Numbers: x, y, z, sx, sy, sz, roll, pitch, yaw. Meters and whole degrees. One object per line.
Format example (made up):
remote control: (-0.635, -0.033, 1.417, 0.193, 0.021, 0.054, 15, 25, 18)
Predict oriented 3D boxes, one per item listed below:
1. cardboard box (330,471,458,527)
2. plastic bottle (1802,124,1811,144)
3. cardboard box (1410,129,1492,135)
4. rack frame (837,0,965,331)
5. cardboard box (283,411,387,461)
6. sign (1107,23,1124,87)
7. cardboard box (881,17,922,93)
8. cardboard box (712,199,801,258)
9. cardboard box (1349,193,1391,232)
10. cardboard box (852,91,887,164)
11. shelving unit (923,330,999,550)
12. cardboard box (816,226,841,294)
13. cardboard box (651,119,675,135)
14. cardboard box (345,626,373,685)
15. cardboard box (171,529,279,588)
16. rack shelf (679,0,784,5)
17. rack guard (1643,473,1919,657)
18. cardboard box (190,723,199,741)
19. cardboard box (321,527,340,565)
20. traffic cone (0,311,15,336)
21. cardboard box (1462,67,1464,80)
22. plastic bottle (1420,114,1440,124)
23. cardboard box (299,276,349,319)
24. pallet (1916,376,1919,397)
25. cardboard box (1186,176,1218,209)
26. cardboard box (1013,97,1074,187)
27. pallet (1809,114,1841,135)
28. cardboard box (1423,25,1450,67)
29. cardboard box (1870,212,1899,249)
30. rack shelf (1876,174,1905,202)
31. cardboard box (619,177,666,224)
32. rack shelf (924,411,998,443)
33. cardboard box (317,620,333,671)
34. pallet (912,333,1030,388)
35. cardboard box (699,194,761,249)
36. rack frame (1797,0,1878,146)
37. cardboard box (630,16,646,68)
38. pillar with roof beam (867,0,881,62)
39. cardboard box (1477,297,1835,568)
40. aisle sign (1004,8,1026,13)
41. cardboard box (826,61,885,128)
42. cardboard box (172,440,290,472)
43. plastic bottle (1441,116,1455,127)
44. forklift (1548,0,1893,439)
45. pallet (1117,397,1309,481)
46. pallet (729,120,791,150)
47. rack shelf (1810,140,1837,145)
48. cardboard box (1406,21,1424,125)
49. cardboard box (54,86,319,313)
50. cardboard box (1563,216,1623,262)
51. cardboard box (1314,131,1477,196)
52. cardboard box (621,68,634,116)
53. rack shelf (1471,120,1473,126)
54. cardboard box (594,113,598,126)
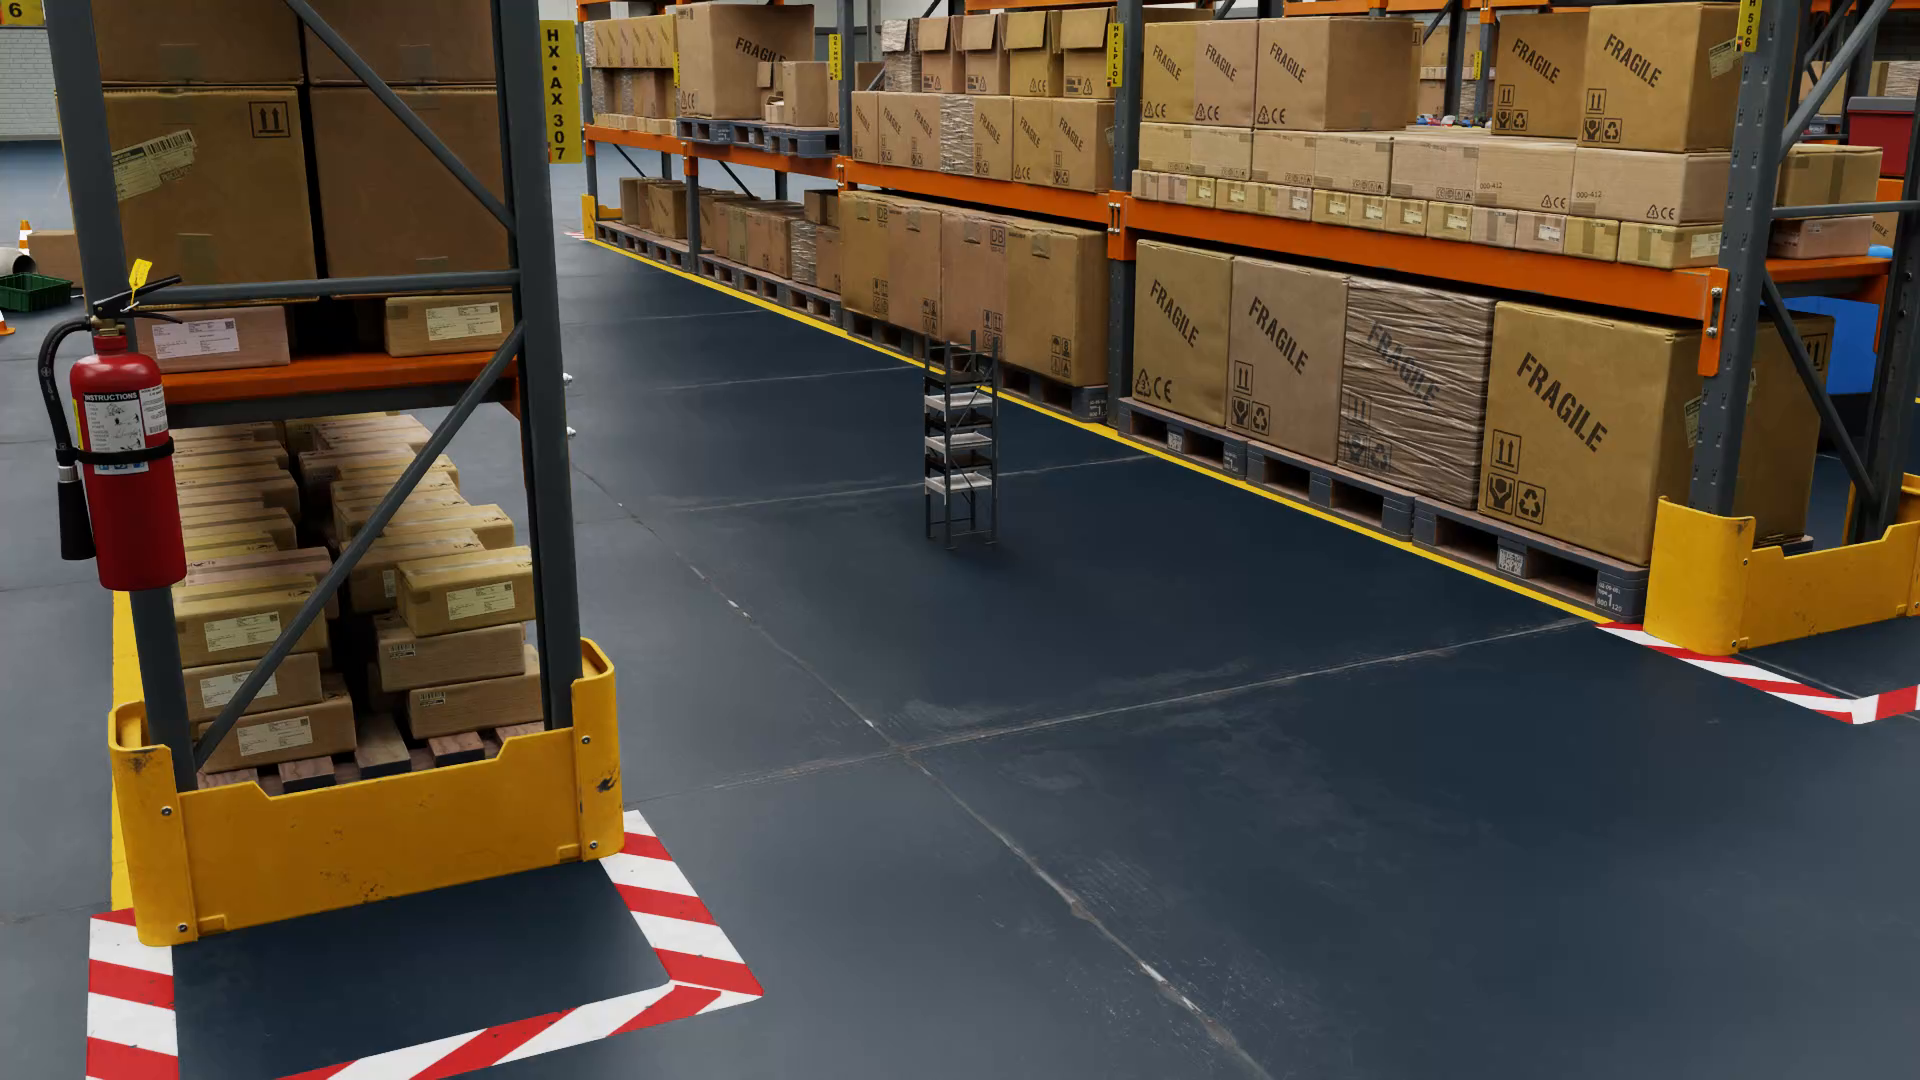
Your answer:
cardboard box: (-1.880, -0.114, 5.537, 0.380, 0.149, 0.250, -7, 17, -23)
plastic bottle: (5.990, -2.823, 11.861, 0.061, 0.283, 0.133, -8, 18, -25)
cardboard box: (2.415, -1.751, 7.646, 0.500, 0.250, 0.500, -8, 18, -26)
rack frame: (-0.438, -3.130, 12.719, 1.000, 3.000, 0.127, -8, 18, -25)
cardboard box: (-2.492, -0.431, 6.644, 0.380, 0.149, 0.250, -7, 17, -23)
sign: (0.831, -2.589, 8.877, 0.100, 0.325, 0.005, -8, 18, -25)
cardboard box: (-0.132, -3.477, 11.928, 0.797, 0.503, 0.637, -7, 17, -23)
cardboard box: (-1.941, -2.977, 15.920, 0.700, 0.500, 0.500, -9, 18, -29)
cardboard box: (1.945, -1.453, 7.331, 0.380, 0.149, 0.250, -7, 18, -24)
cardboard box: (-0.470, -3.025, 12.171, 0.500, 0.500, 0.500, -7, 17, -23)
shelving unit: (0.004, -0.431, 7.120, 0.258, 0.900, 0.210, -8, 18, -25)
cardboard box: (-0.749, -2.304, 13.574, 0.700, 0.500, 0.500, -9, 18, -28)
cardboard box: (-2.915, -4.200, 16.903, 0.380, 0.149, 0.250, -8, 18, -25)
cardboard box: (-1.681, 0.312, 5.132, 0.380, 0.149, 0.250, -7, 18, -24)
cardboard box: (-2.182, 0.092, 4.821, 0.380, 0.149, 0.250, -8, 18, -26)
rack shelf: (-1.314, -4.722, 14.133, 1.077, 0.370, 4.000, -8, 18, -25)
rack guard: (3.077, 0.061, 6.131, 1.175, 0.500, 0.348, -8, 18, -25)
cardboard box: (-2.058, 0.440, 4.687, 0.380, 0.149, 0.250, -7, 17, -23)
cardboard box: (-1.907, 0.037, 5.552, 0.380, 0.149, 0.250, -9, 18, -28)
traffic cone: (-7.463, -1.813, 12.729, 0.336, 0.463, 0.334, -8, 18, -25)
cardboard box: (6.298, -5.781, 20.600, 0.380, 0.149, 0.250, -8, 18, -26)
plastic bottle: (4.050, -3.541, 14.376, 0.152, 0.276, 0.135, -8, 18, -25)
cardboard box: (-1.739, -0.750, 4.882, 0.380, 0.149, 0.250, -7, 17, -22)
pallet: (6.662, -0.916, 10.059, 1.003, 0.211, 1.213, -8, 18, -25)
cardboard box: (1.376, -1.773, 8.448, 0.380, 0.149, 0.250, -7, 17, -23)
cardboard box: (0.654, -2.393, 9.969, 0.500, 0.500, 0.500, -7, 17, -23)
pallet: (8.829, -4.074, 16.358, 1.213, 0.211, 1.003, -8, 18, -25)
cardboard box: (6.294, -6.224, 20.968, 0.700, 0.500, 0.500, -8, 18, -25)
cardboard box: (8.861, -2.934, 15.772, 0.500, 0.500, 0.500, -8, 18, -26)
rack shelf: (6.643, -1.895, 9.720, 1.077, 0.370, 4.000, -8, 18, -25)
cardboard box: (-3.684, -3.957, 19.372, 0.500, 0.500, 0.500, -4, 17, -15)
rack shelf: (0.004, -0.485, 7.104, 0.258, 0.077, 0.200, -8, 18, -25)
cardboard box: (-1.990, 0.286, 4.684, 0.380, 0.149, 0.250, -8, 18, -26)
pallet: (0.370, -1.283, 11.338, 1.003, 0.211, 1.213, -8, 18, -25)
cardboard box: (-2.330, -3.226, 16.825, 0.500, 0.500, 0.500, -8, 18, -27)
rack frame: (5.767, -2.737, 11.349, 1.000, 3.000, 0.127, -8, 18, -25)
cardboard box: (-3.073, -5.120, 17.120, 0.500, 0.500, 0.500, -8, 18, -25)
pillar with roof beam: (-6.513, -16.642, 48.930, 9.100, 9.000, 0.400, -8, 18, -25)
cardboard box: (2.715, -0.476, 6.561, 0.875, 0.875, 0.875, -8, 18, -25)
aisle sign: (0.745, -7.015, 21.546, 0.394, 0.787, 0.004, -8, 18, -25)
cardboard box: (-0.710, -3.509, 13.097, 0.500, 0.500, 0.500, -10, 19, -32)
cardboard box: (-2.635, -0.246, 5.999, 0.380, 0.149, 0.250, -8, 18, -27)
plastic bottle: (4.116, -3.408, 13.912, 0.152, 0.276, 0.135, -8, 18, -25)
forklift: (4.062, -2.269, 9.844, 1.130, 2.935, 3.031, -4, 17, -15)
pallet: (1.577, -0.600, 8.958, 1.003, 0.211, 1.213, -8, 18, -25)
pallet: (-1.342, -3.524, 14.439, 1.003, 0.211, 1.213, -8, 18, -25)
rack shelf: (9.345, -3.484, 15.259, 1.077, 0.370, 4.000, -8, 18, -25)
cardboard box: (1.972, -2.363, 8.420, 0.500, 0.500, 0.500, -7, 18, -24)
cardboard box: (-1.864, -0.843, 4.031, 0.500, 0.500, 0.500, -7, 18, -24)
cardboard box: (2.499, -1.138, 6.234, 0.380, 0.149, 0.250, -7, 18, -24)
cardboard box: (1.939, -1.686, 7.420, 0.500, 0.250, 0.500, -8, 18, -25)
cardboard box: (-3.219, -4.926, 18.258, 0.875, 0.500, 0.500, -8, 18, -25)
rack shelf: (5.840, -5.468, 22.171, 1.077, 0.370, 4.000, -8, 18, -25)
cardboard box: (-4.032, -4.893, 19.320, 0.380, 0.149, 0.250, -8, 18, -25)
